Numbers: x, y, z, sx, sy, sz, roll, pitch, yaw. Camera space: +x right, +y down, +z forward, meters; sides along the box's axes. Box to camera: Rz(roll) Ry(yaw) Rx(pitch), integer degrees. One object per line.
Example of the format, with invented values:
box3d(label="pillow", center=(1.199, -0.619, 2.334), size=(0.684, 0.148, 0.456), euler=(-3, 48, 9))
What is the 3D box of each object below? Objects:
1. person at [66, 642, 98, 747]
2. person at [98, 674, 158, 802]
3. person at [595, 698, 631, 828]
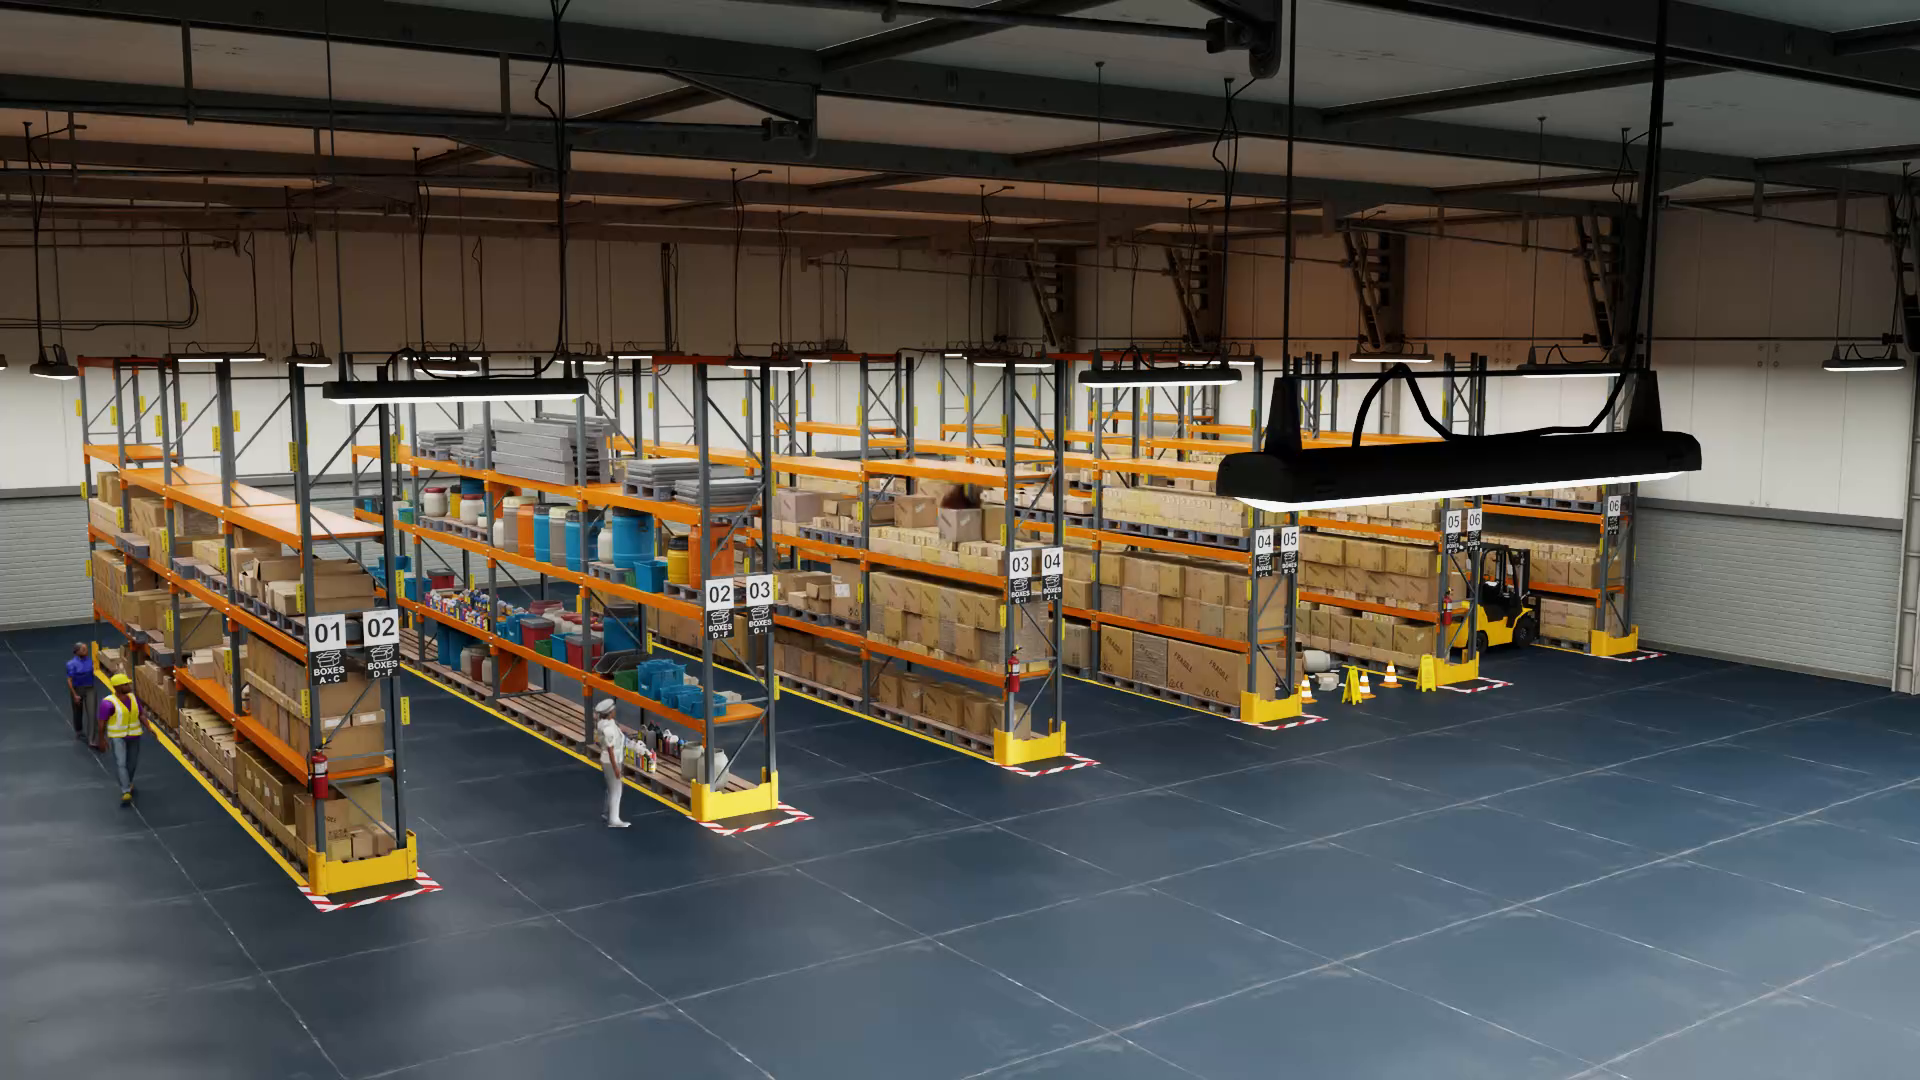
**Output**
box3d(label="person", center=(-13.705, 2.389, 25.966), size=(0.407, 1.612, 0.928), euler=(-4, 8, -29))
box3d(label="person", center=(-11.479, 2.695, 22.932), size=(0.733, 1.718, 1.058), euler=(-5, 9, -37))
box3d(label="person", center=(-4.506, 2.909, 21.613), size=(0.419, 1.734, 0.542), euler=(-1, 7, -7))
